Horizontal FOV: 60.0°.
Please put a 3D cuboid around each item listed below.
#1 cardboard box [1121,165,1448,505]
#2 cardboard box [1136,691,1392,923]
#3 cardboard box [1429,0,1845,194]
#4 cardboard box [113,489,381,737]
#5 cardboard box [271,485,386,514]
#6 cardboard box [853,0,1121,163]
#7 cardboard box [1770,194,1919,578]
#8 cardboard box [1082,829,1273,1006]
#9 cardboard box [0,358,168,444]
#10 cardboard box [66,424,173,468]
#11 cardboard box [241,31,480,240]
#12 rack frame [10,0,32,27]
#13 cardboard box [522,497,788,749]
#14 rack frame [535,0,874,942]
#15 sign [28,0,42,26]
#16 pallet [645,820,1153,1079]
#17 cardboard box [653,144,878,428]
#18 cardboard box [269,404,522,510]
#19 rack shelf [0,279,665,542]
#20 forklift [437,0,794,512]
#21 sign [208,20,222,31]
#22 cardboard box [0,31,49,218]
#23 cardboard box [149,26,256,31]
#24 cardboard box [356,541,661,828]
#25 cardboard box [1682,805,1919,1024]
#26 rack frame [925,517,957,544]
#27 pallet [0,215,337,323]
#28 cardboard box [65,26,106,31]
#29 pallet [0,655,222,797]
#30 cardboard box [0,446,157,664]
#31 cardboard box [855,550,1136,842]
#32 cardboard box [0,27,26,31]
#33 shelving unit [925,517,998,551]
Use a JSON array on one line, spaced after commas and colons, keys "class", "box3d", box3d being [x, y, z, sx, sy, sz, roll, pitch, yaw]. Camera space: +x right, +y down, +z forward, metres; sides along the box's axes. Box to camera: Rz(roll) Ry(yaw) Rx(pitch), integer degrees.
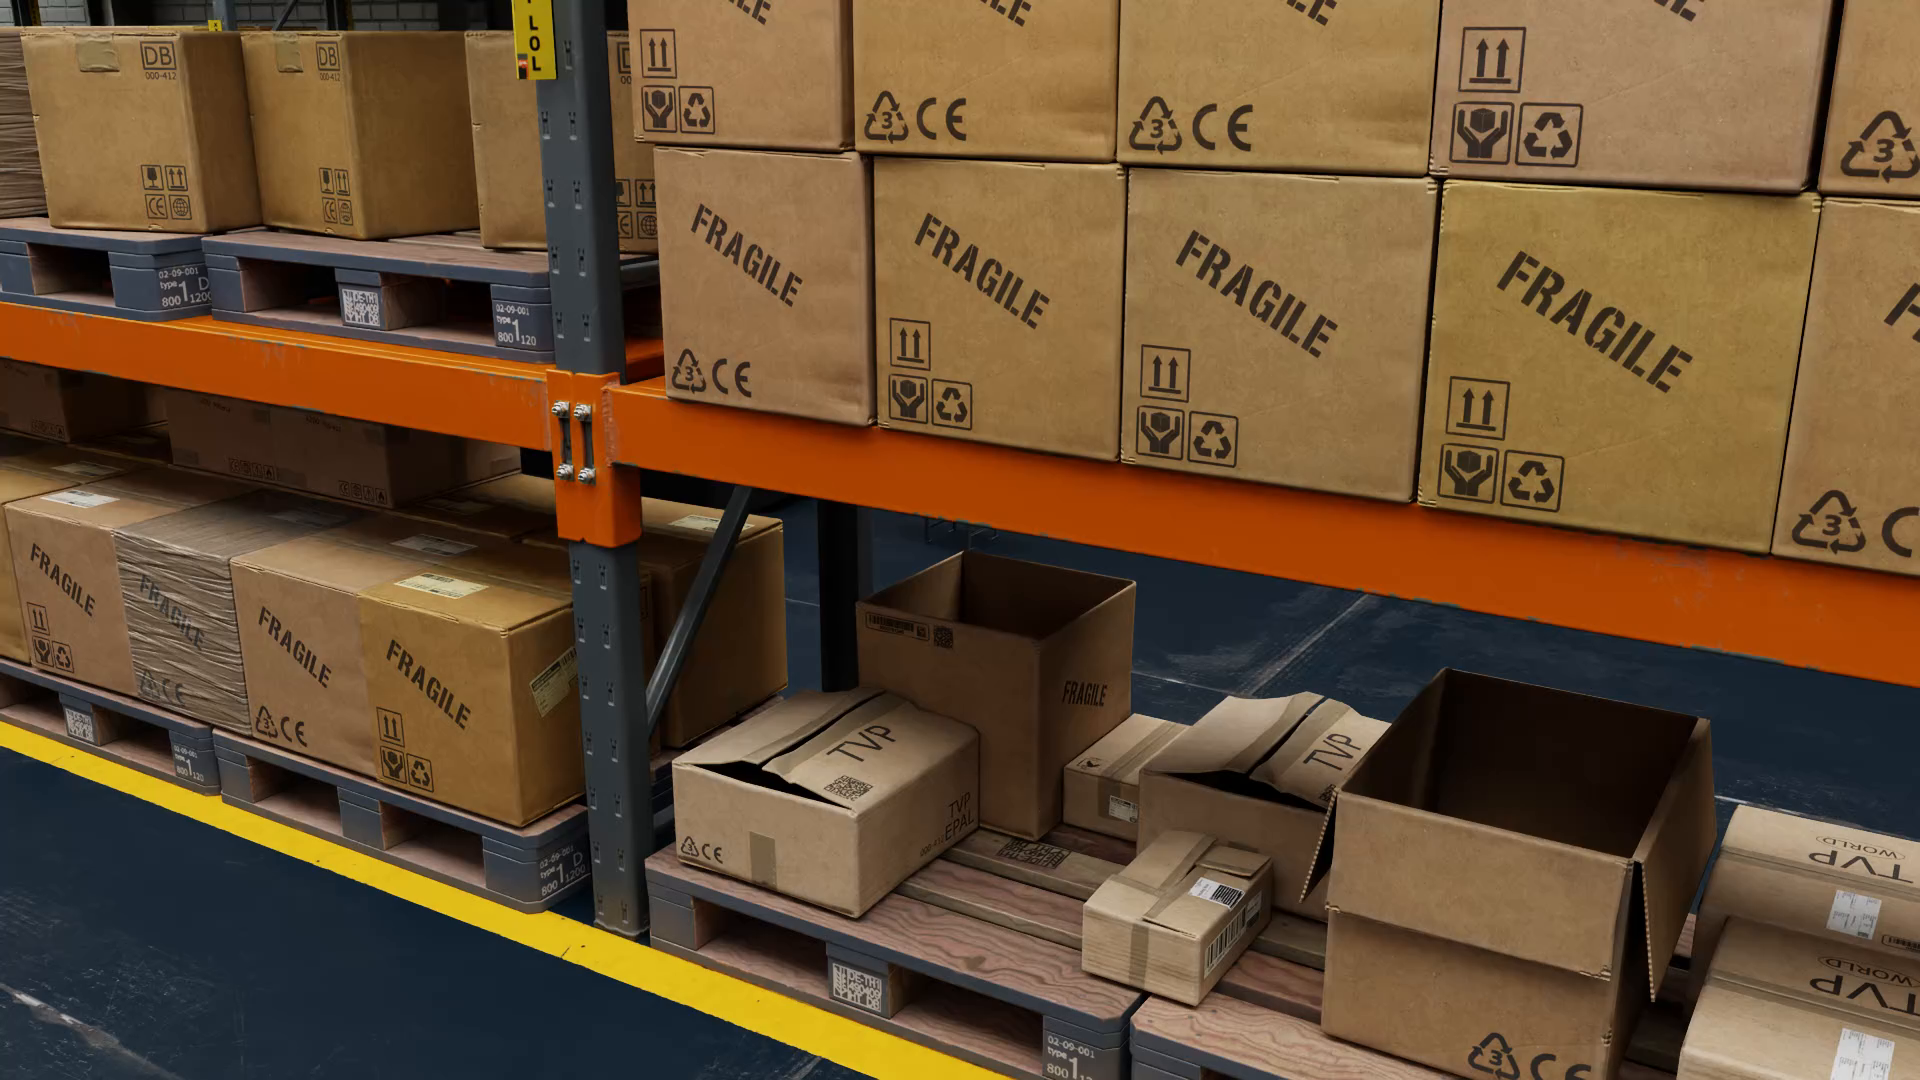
[{"class": "cardboard box", "box3d": [0.613, -0.391, 2.836, 0.500, 0.500, 0.500, 10, 20, 30]}, {"class": "cardboard box", "box3d": [0.732, 0.564, 3.732, 0.500, 0.311, 0.500, 10, 20, 30]}, {"class": "cardboard box", "box3d": [1.031, -0.792, 2.436, 0.500, 0.500, 0.500, 11, 20, 32]}, {"class": "cardboard box", "box3d": [-1.956, 0.186, 4.653, 0.500, 0.500, 0.500, 10, 20, 31]}, {"class": "cardboard box", "box3d": [-1.708, 0.053, 5.089, 0.500, 0.500, 0.500, 10, 20, 31]}, {"class": "cardboard box", "box3d": [0.153, -0.949, 2.951, 0.500, 0.500, 0.500, 9, 19, 28]}, {"class": "cardboard box", "box3d": [1.477, -0.238, 2.331, 0.500, 0.500, 0.500, 10, 20, 30]}, {"class": "cardboard box", "box3d": [0.445, 0.749, 3.371, 0.250, 0.166, 0.380, 10, 20, 30]}, {"class": "cardboard box", "box3d": [-2.980, -0.532, 5.726, 0.500, 0.250, 0.500, 11, 20, 32]}, {"class": "cardboard box", "box3d": [-2.589, -0.102, 5.601, 0.500, 0.500, 0.500, 9, 19, 28]}, {"class": "cardboard box", "box3d": [-1.447, -1.107, 4.471, 0.500, 0.500, 0.700, 14, 22, 39]}, {"class": "rack frame", "box3d": [-8.178, -3.695, 13.884, 0.127, 3.000, 1.000, 10, 20, 30]}, {"class": "cardboard box", "box3d": [-0.826, 0.209, 4.575, 0.500, 0.500, 0.500, 9, 19, 28]}, {"class": "rack frame", "box3d": [-0.542, -0.642, 3.835, 0.127, 3.000, 1.000, 10, 20, 30]}, {"class": "sign", "box3d": [-7.870, -4.535, 14.113, 0.005, 0.325, 0.100, 10, 20, 30]}, {"class": "pallet", "box3d": [0.043, 0.797, 3.895, 1.213, 0.211, 1.003, 10, 20, 30]}, {"class": "cardboard box", "box3d": [-0.250, -0.545, 3.343, 0.500, 0.500, 0.500, 11, 20, 31]}, {"class": "cardboard box", "box3d": [-1.678, -0.302, 4.967, 0.500, 0.250, 0.500, 10, 20, 30]}, {"class": "rack shelf", "box3d": [-2.246, -0.602, 4.941, 4.000, 0.370, 1.077, 10, 20, 30]}, {"class": "forklift", "box3d": [-2.059, -1.739, 7.564, 3.031, 2.935, 1.130, 9, 19, 28]}, {"class": "sign", "box3d": [-5.047, -3.365, 11.309, 0.005, 0.325, 0.100, 10, 20, 30]}, {"class": "cardboard box", "box3d": [-2.675, -1.245, 4.925, 0.500, 0.500, 0.700, 15, 22, 40]}, {"class": "cardboard box", "box3d": [-5.334, -3.378, 11.776, 0.500, 0.500, 0.500, 10, 20, 30]}, {"class": "cardboard box", "box3d": [-1.112, 0.339, 4.147, 0.500, 0.500, 0.500, 10, 20, 30]}, {"class": "cardboard box", "box3d": [1.700, 0.766, 3.172, 0.500, 0.250, 0.500, 10, 20, 30]}, {"class": "rack frame", "box3d": [-0.080, -0.445, 6.797, 0.006, 0.900, 0.240, 10, 20, 30]}, {"class": "pallet", "box3d": [-2.290, -0.864, 4.895, 1.213, 0.211, 1.003, 10, 20, 30]}, {"class": "cardboard box", "box3d": [-6.186, -3.532, 12.282, 0.500, 0.500, 0.500, 9, 19, 28]}, {"class": "pallet", "box3d": [-2.298, 0.392, 5.226, 1.213, 0.211, 1.003, 10, 20, 30]}, {"class": "cardboard box", "box3d": [-2.838, 0.031, 5.163, 0.500, 0.500, 0.500, 10, 19, 29]}, {"class": "cardboard box", "box3d": [0.092, 0.360, 4.080, 0.500, 0.500, 0.500, 10, 20, 30]}, {"class": "cardboard box", "box3d": [-7.075, -3.687, 12.791, 0.500, 0.500, 0.500, 9, 19, 28]}, {"class": "shelving unit", "box3d": [0.007, -0.429, 6.746, 0.210, 0.900, 0.258, 10, 20, 30]}]
